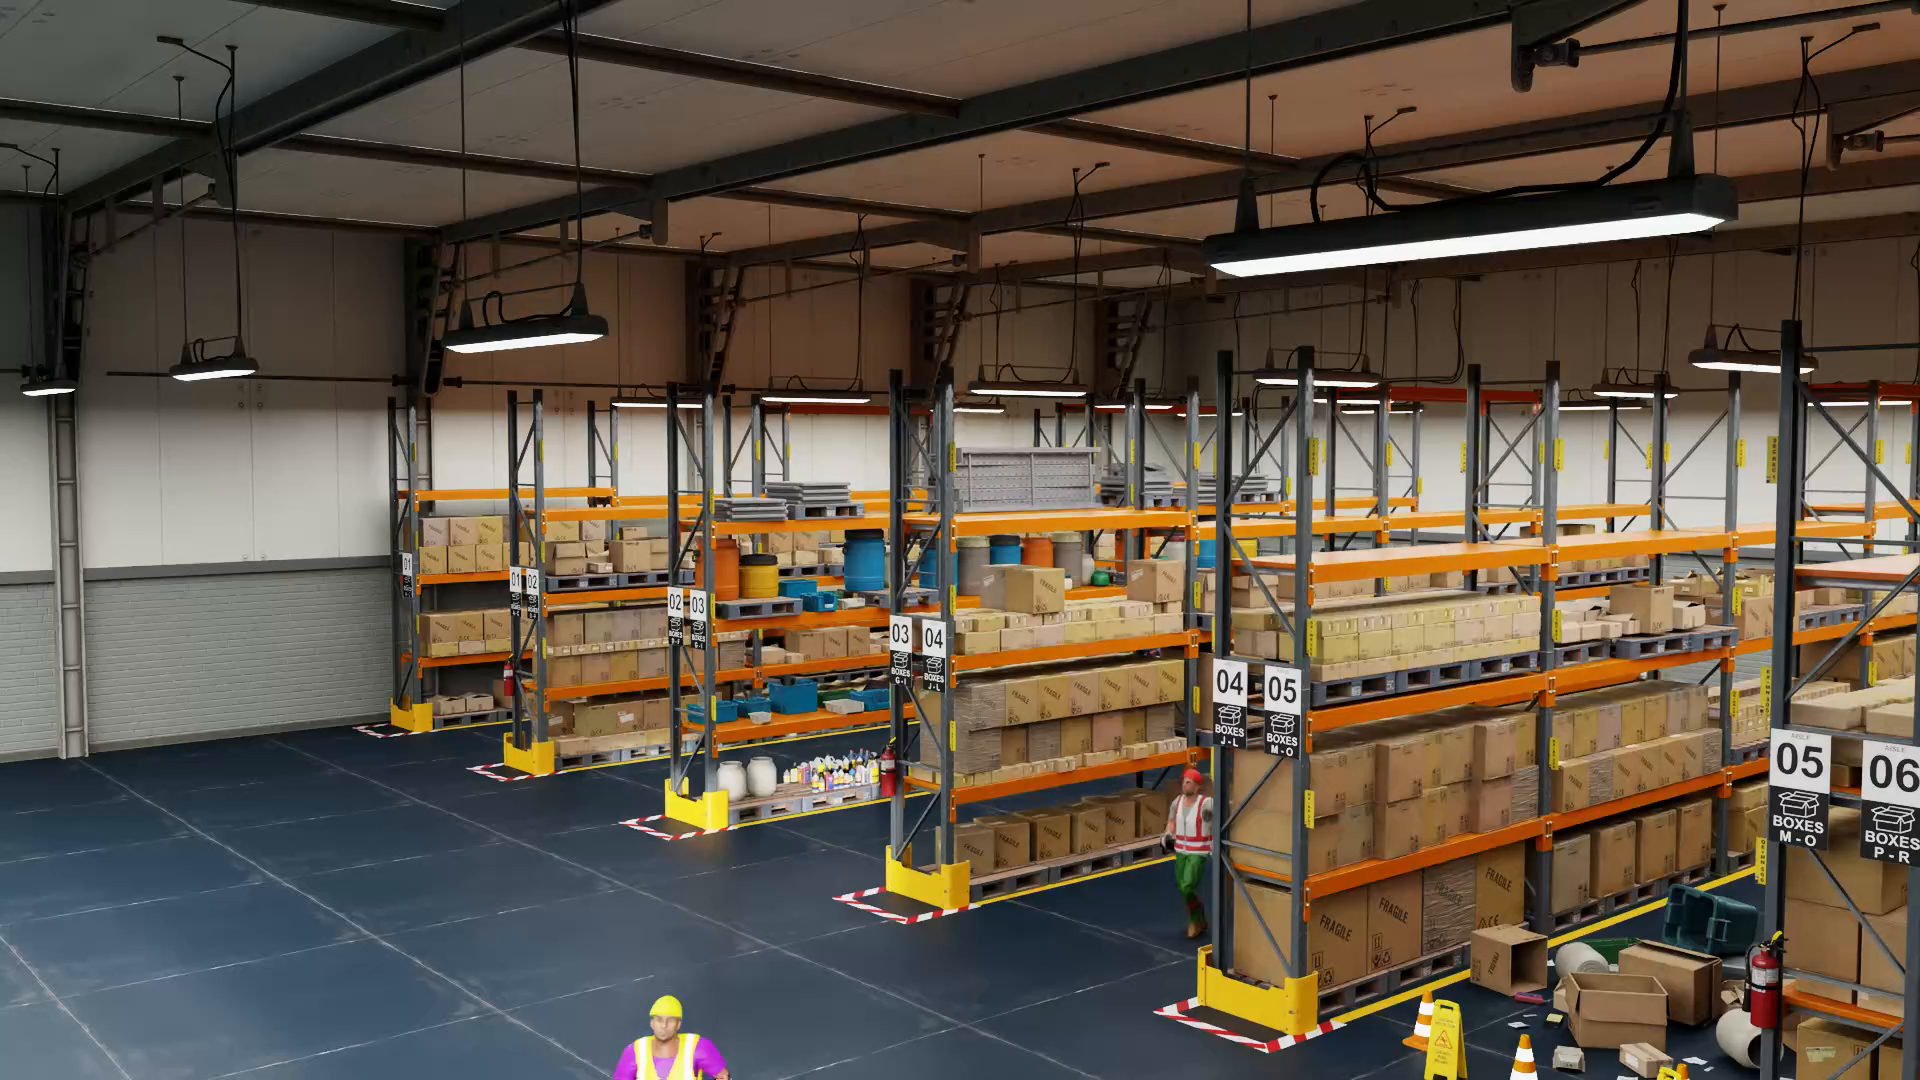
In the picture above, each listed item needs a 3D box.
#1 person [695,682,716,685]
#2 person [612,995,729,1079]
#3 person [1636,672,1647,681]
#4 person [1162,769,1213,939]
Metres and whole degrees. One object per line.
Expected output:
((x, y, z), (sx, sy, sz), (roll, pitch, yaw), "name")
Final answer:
((-4.640, 2.530, 30.353), (0.607, 1.722, 0.656), (-3, 4, -41), "person")
((-1.823, 3.701, 10.425), (0.736, 1.727, 0.613), (0, 3, -3), "person")
((10.594, 2.862, 25.775), (0.607, 1.632, 0.596), (3, 4, 40), "person")
((2.411, 3.271, 17.325), (0.673, 1.751, 0.656), (3, 5, 43), "person")
